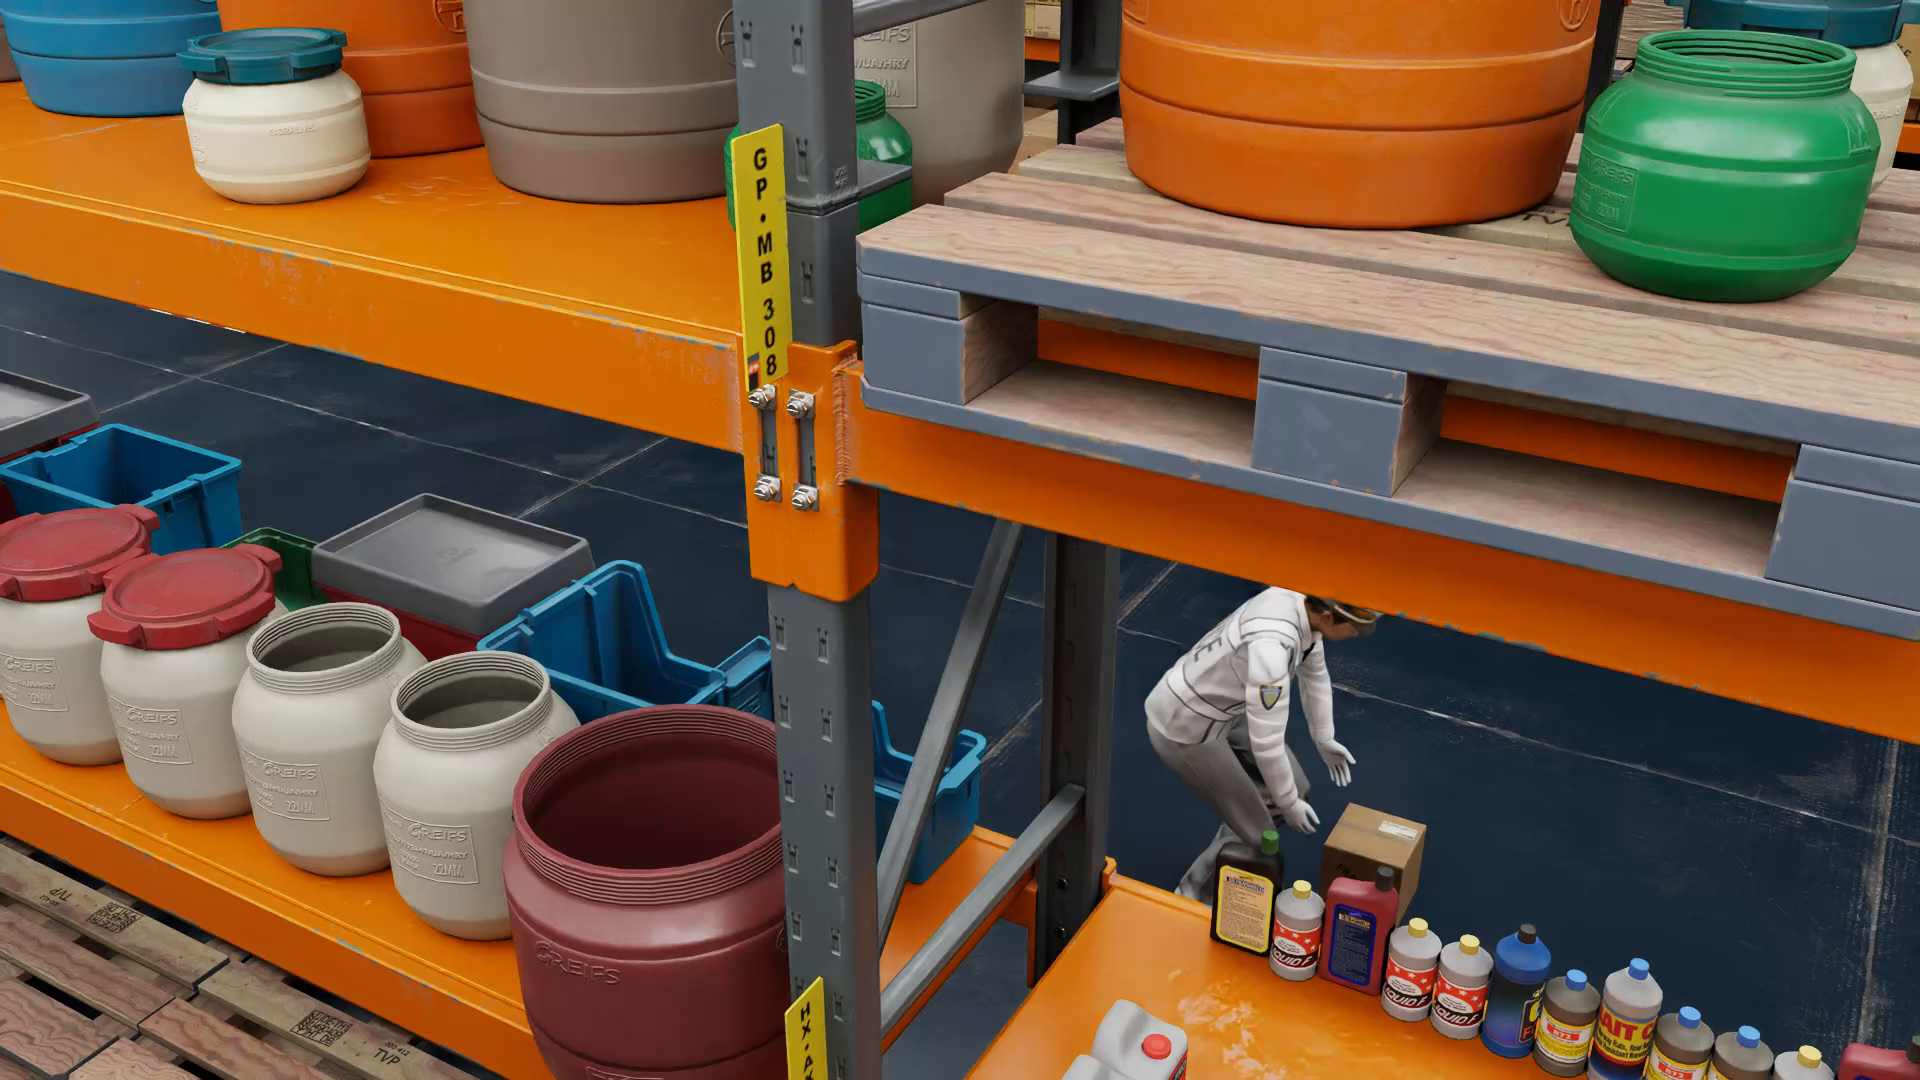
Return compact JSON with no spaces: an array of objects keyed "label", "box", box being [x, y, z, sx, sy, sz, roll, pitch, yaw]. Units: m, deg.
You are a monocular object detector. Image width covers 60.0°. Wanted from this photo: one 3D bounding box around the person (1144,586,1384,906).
[{"label":"person","box":[0.955,0.619,5.253,0.723,1.342,0.535,14,30,26]}]
